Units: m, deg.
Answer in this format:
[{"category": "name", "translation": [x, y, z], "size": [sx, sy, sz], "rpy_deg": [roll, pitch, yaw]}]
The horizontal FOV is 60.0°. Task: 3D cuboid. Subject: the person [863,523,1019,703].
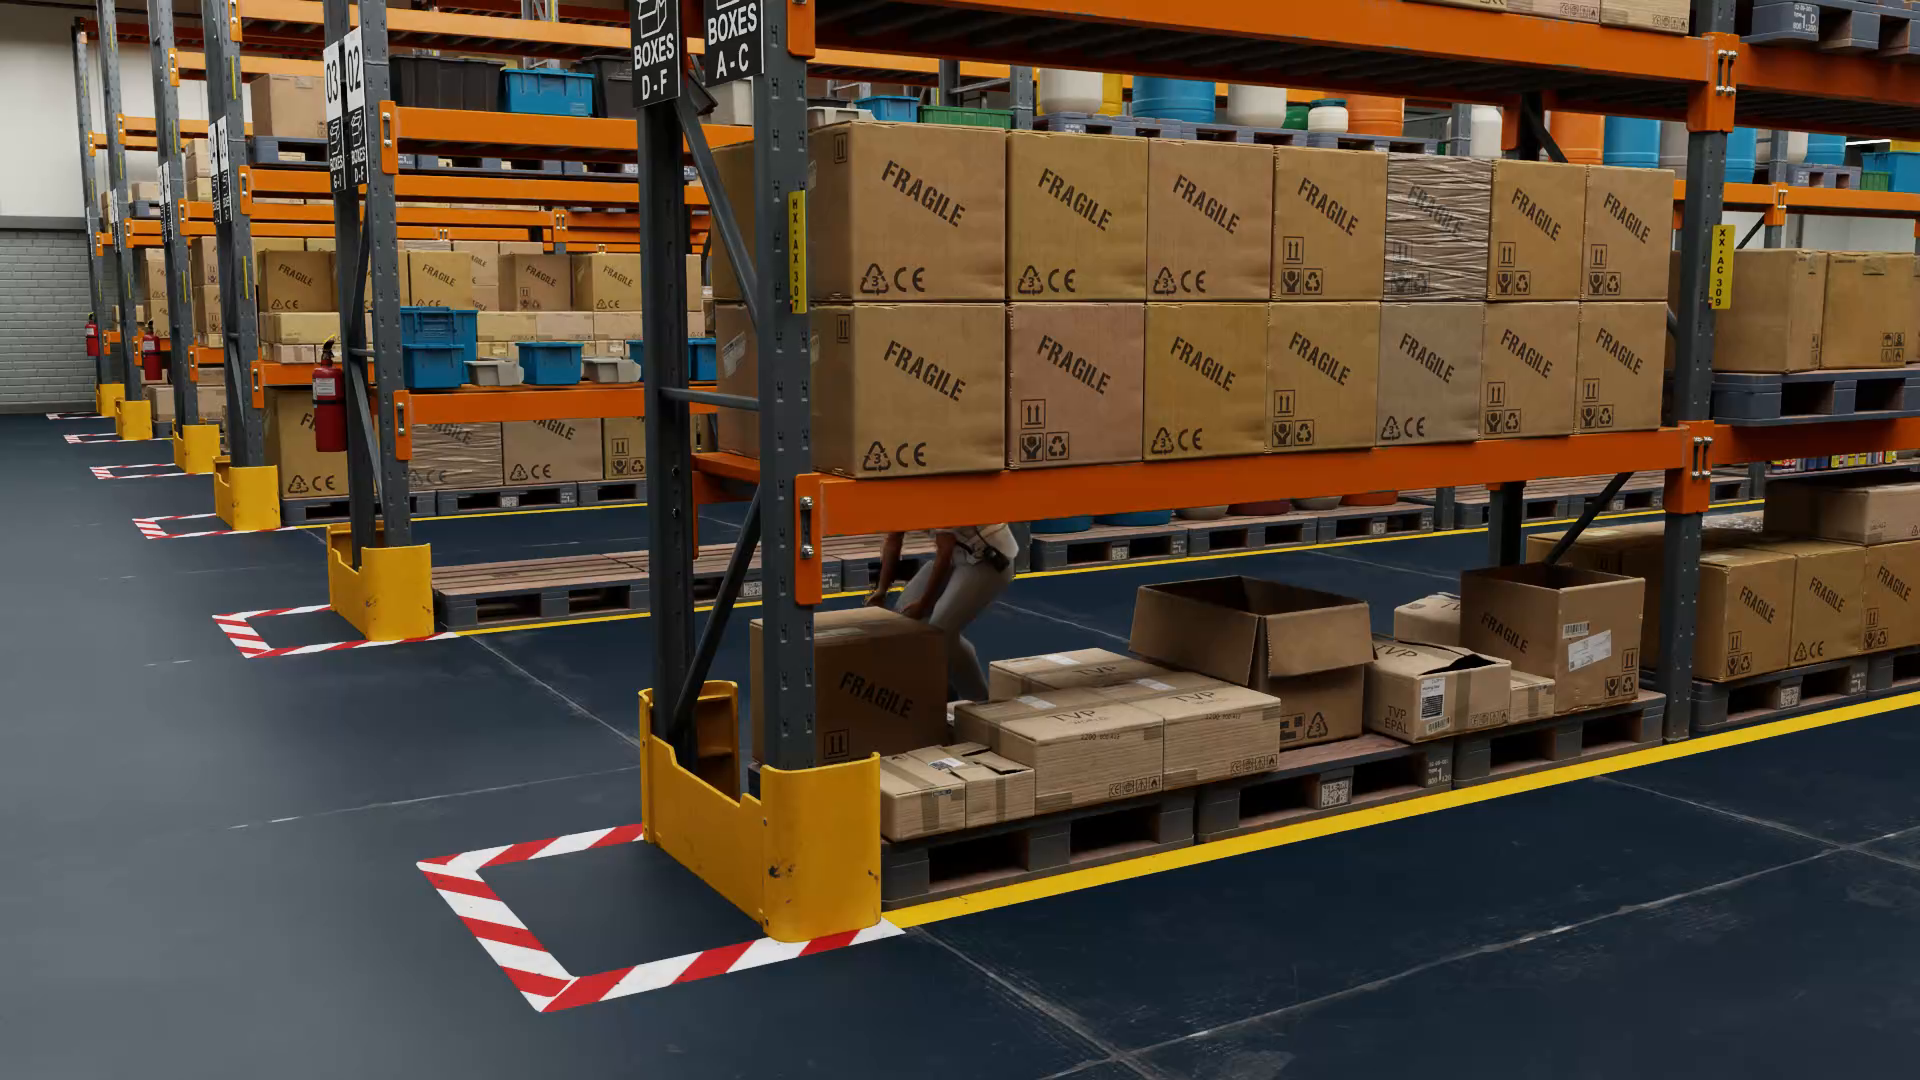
[{"category": "person", "translation": [-0.094, 0.136, 7.178], "size": [0.756, 1.303, 0.499], "rpy_deg": [-5, 10, -31]}]
